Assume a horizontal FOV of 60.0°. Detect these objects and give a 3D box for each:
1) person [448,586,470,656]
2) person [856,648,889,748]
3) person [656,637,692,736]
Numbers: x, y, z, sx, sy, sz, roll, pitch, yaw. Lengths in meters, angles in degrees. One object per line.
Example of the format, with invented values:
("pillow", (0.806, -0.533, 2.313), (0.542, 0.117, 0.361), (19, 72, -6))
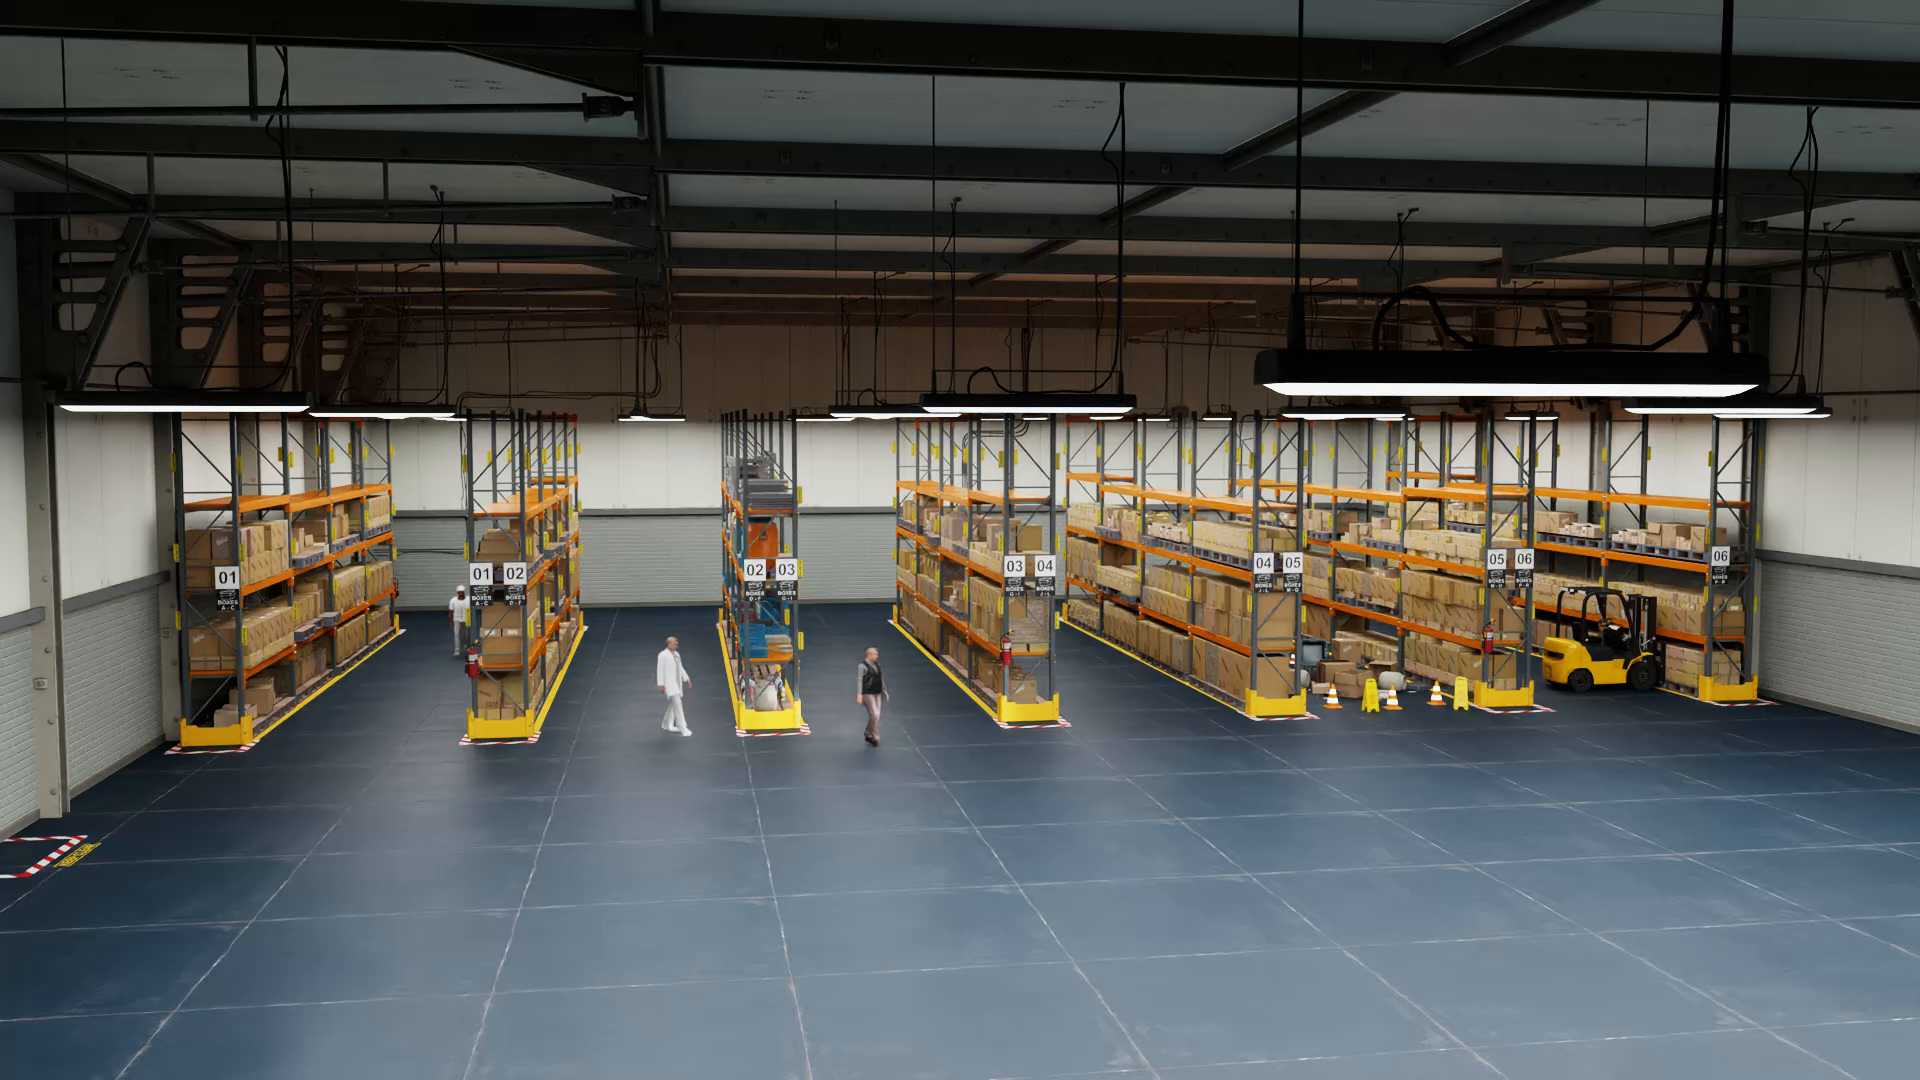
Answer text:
("person", (-12.332, 1.986, 41.127), (0.696, 1.708, 1.085), (-1, 4, -9))
("person", (-1.517, 2.814, 29.703), (0.599, 1.770, 0.565), (3, 5, 36))
("person", (-5.240, 2.706, 30.857), (0.859, 1.794, 0.603), (2, 4, 26))
